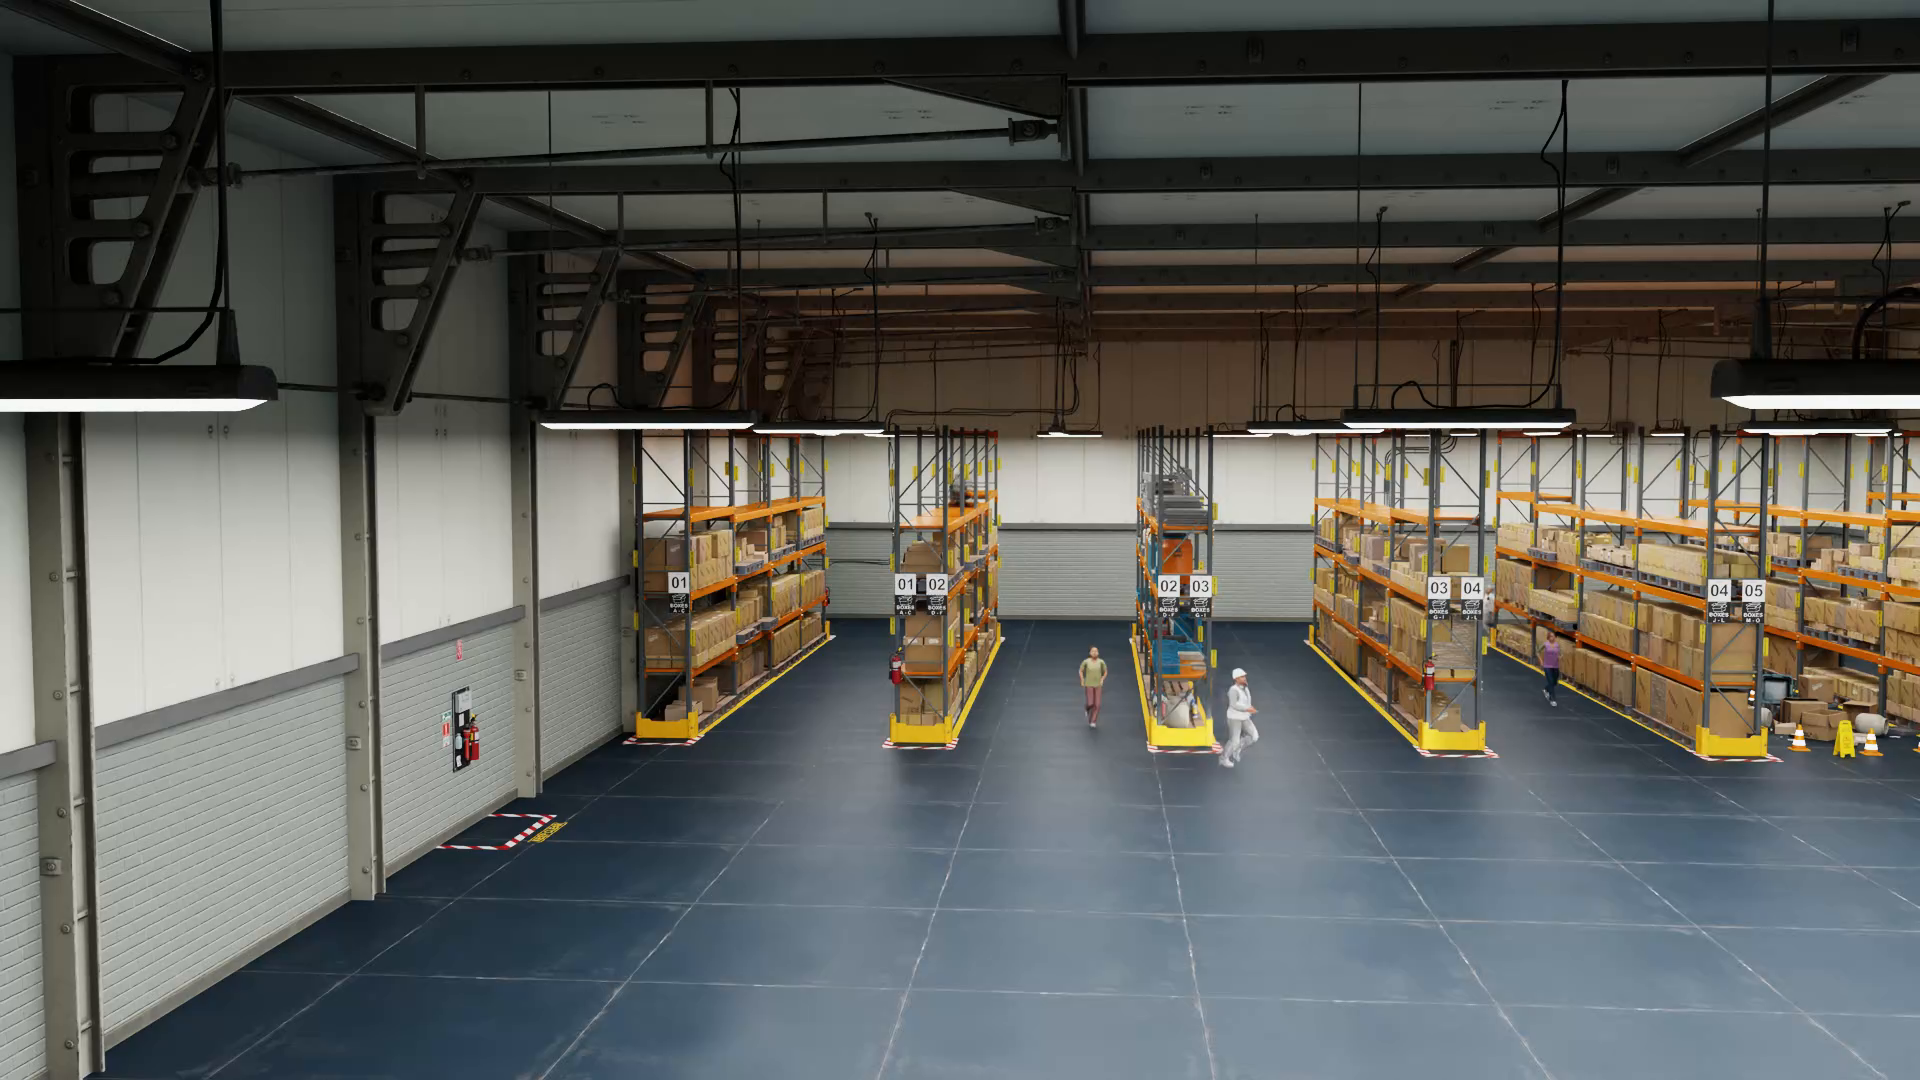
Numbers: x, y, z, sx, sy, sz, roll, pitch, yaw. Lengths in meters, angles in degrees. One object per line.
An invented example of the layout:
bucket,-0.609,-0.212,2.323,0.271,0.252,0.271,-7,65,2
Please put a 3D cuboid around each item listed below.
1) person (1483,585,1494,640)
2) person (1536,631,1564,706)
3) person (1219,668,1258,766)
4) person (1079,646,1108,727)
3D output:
person,14.963,2.083,47.194,0.578,1.626,0.667,-1,4,-12
person,12.759,2.756,35.929,0.543,1.576,0.877,0,3,-2
person,4.911,3.102,29.081,0.752,1.731,0.683,3,4,40
person,2.669,2.919,33.198,0.580,1.621,0.558,0,3,-4
